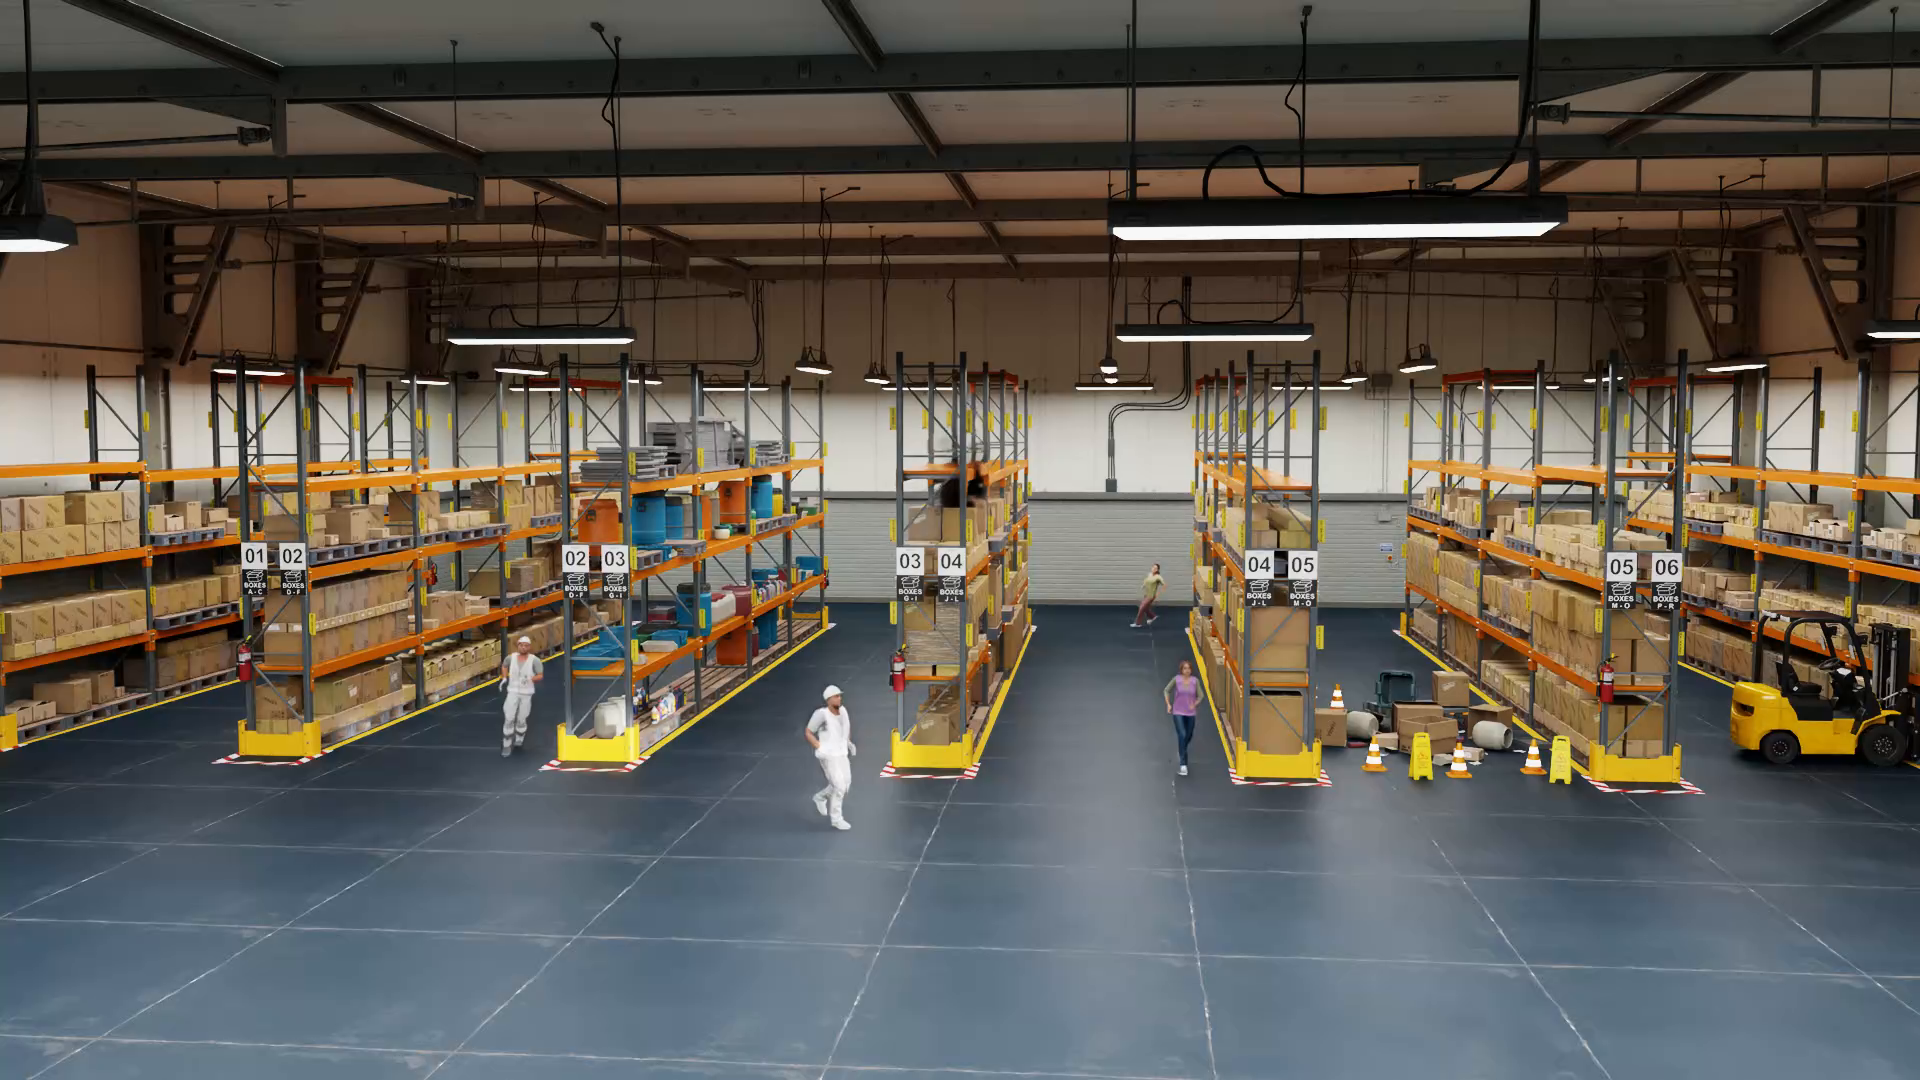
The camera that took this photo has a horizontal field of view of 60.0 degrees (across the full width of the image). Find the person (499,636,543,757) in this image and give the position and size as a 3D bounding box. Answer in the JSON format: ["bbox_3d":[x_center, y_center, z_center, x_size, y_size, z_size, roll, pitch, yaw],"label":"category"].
[{"bbox_3d":[-6.635,2.352,25.161,0.665,1.822,0.765,-1,4,-9],"label":"person"}]

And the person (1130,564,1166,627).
[{"bbox_3d":[4.613,1.341,40.346,0.813,1.573,0.769,-3,5,-33],"label":"person"}]

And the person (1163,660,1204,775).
[{"bbox_3d":[3.213,2.516,23.865,0.558,1.594,0.779,0,4,-5],"label":"person"}]

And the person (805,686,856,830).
[{"bbox_3d":[-1.624,2.672,20.586,0.681,1.755,0.695,3,5,36],"label":"person"}]
